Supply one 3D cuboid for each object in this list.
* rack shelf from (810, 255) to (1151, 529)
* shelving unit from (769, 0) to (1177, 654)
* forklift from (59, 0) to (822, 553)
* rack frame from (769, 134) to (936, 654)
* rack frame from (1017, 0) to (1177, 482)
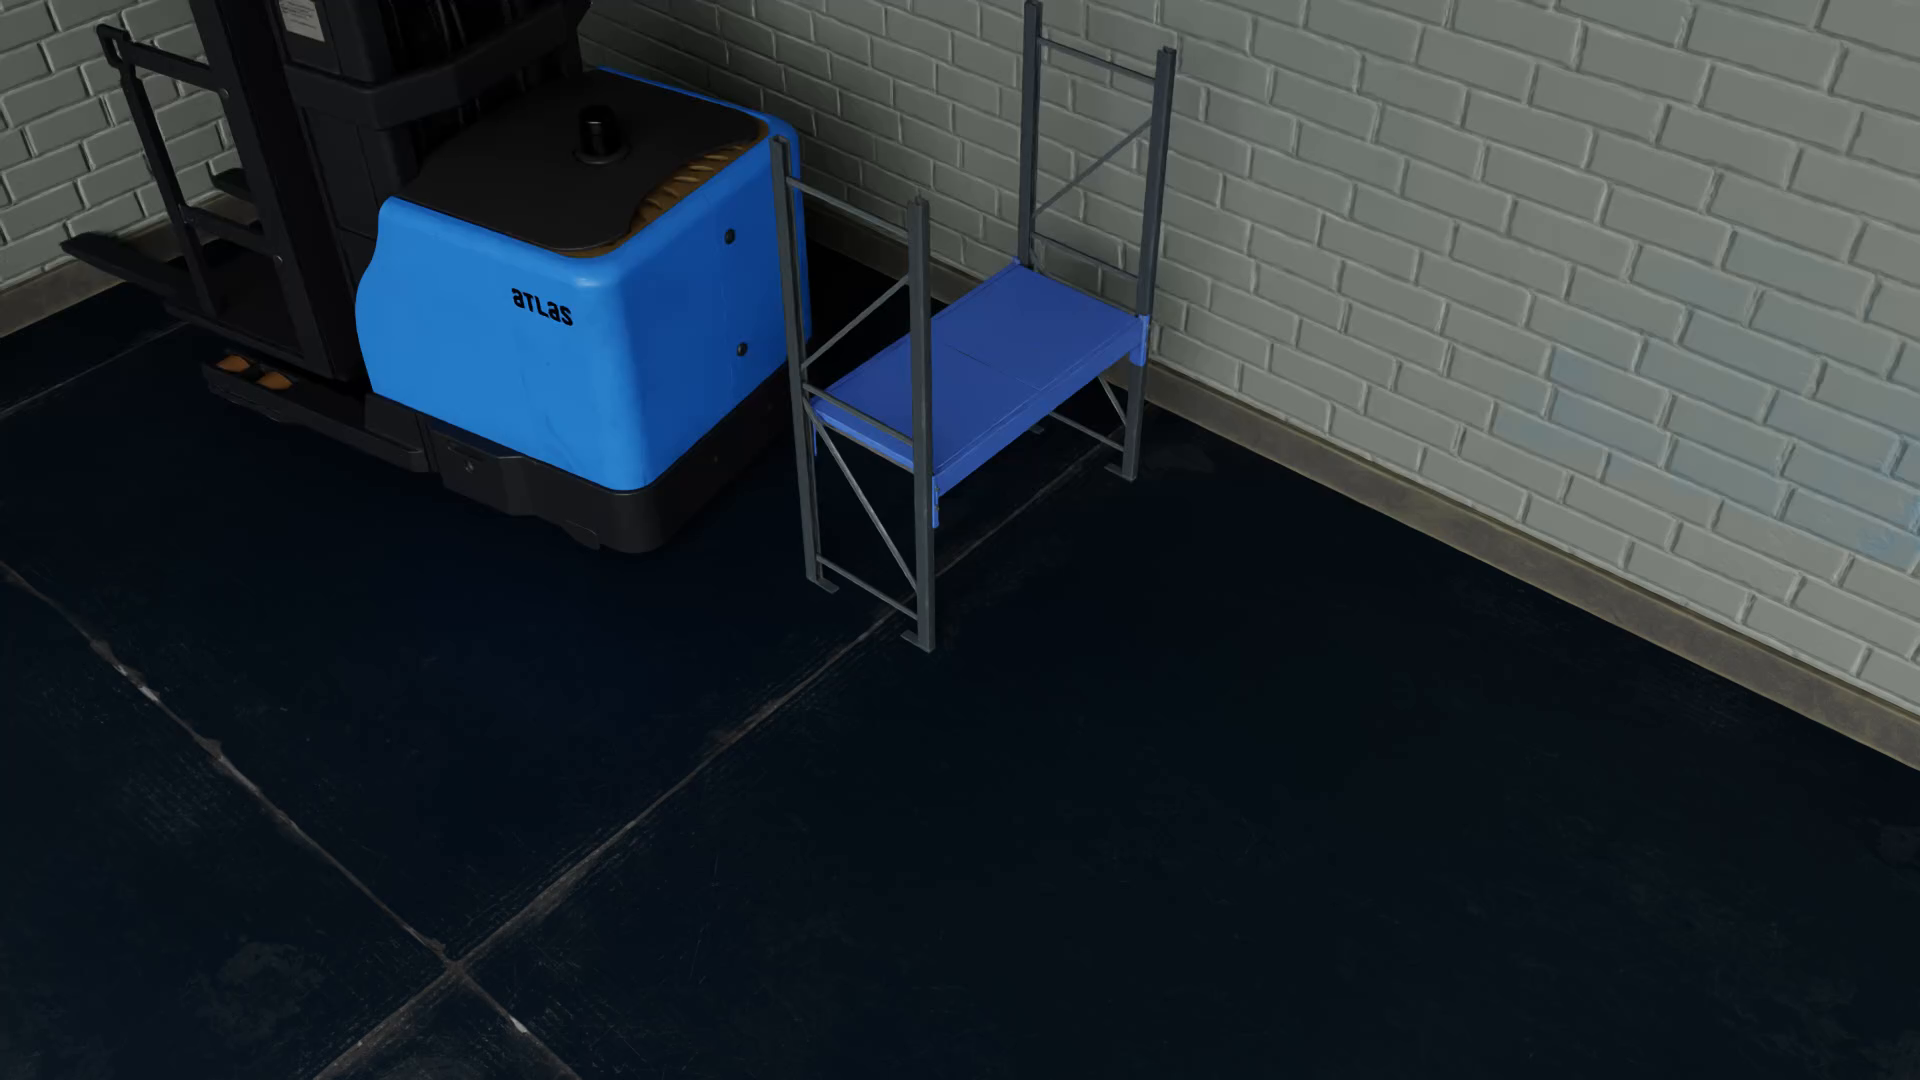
[{"bbox_3d":[0.055,-0.466,4.915,0.538,0.185,1.000,29,50,28],"label":"rack shelf"},{"bbox_3d":[0.055,-0.599,4.794,0.538,1.500,1.048,29,50,28],"label":"shelving unit"},{"bbox_3d":[-2.011,-1.777,5.025,3.031,2.935,1.130,21,46,22],"label":"forklift"},{"bbox_3d":[-0.272,-0.337,4.506,0.500,1.500,0.032,29,50,28],"label":"rack frame"},{"bbox_3d":[0.382,-0.861,5.082,0.500,1.500,0.032,29,50,28],"label":"rack frame"}]
